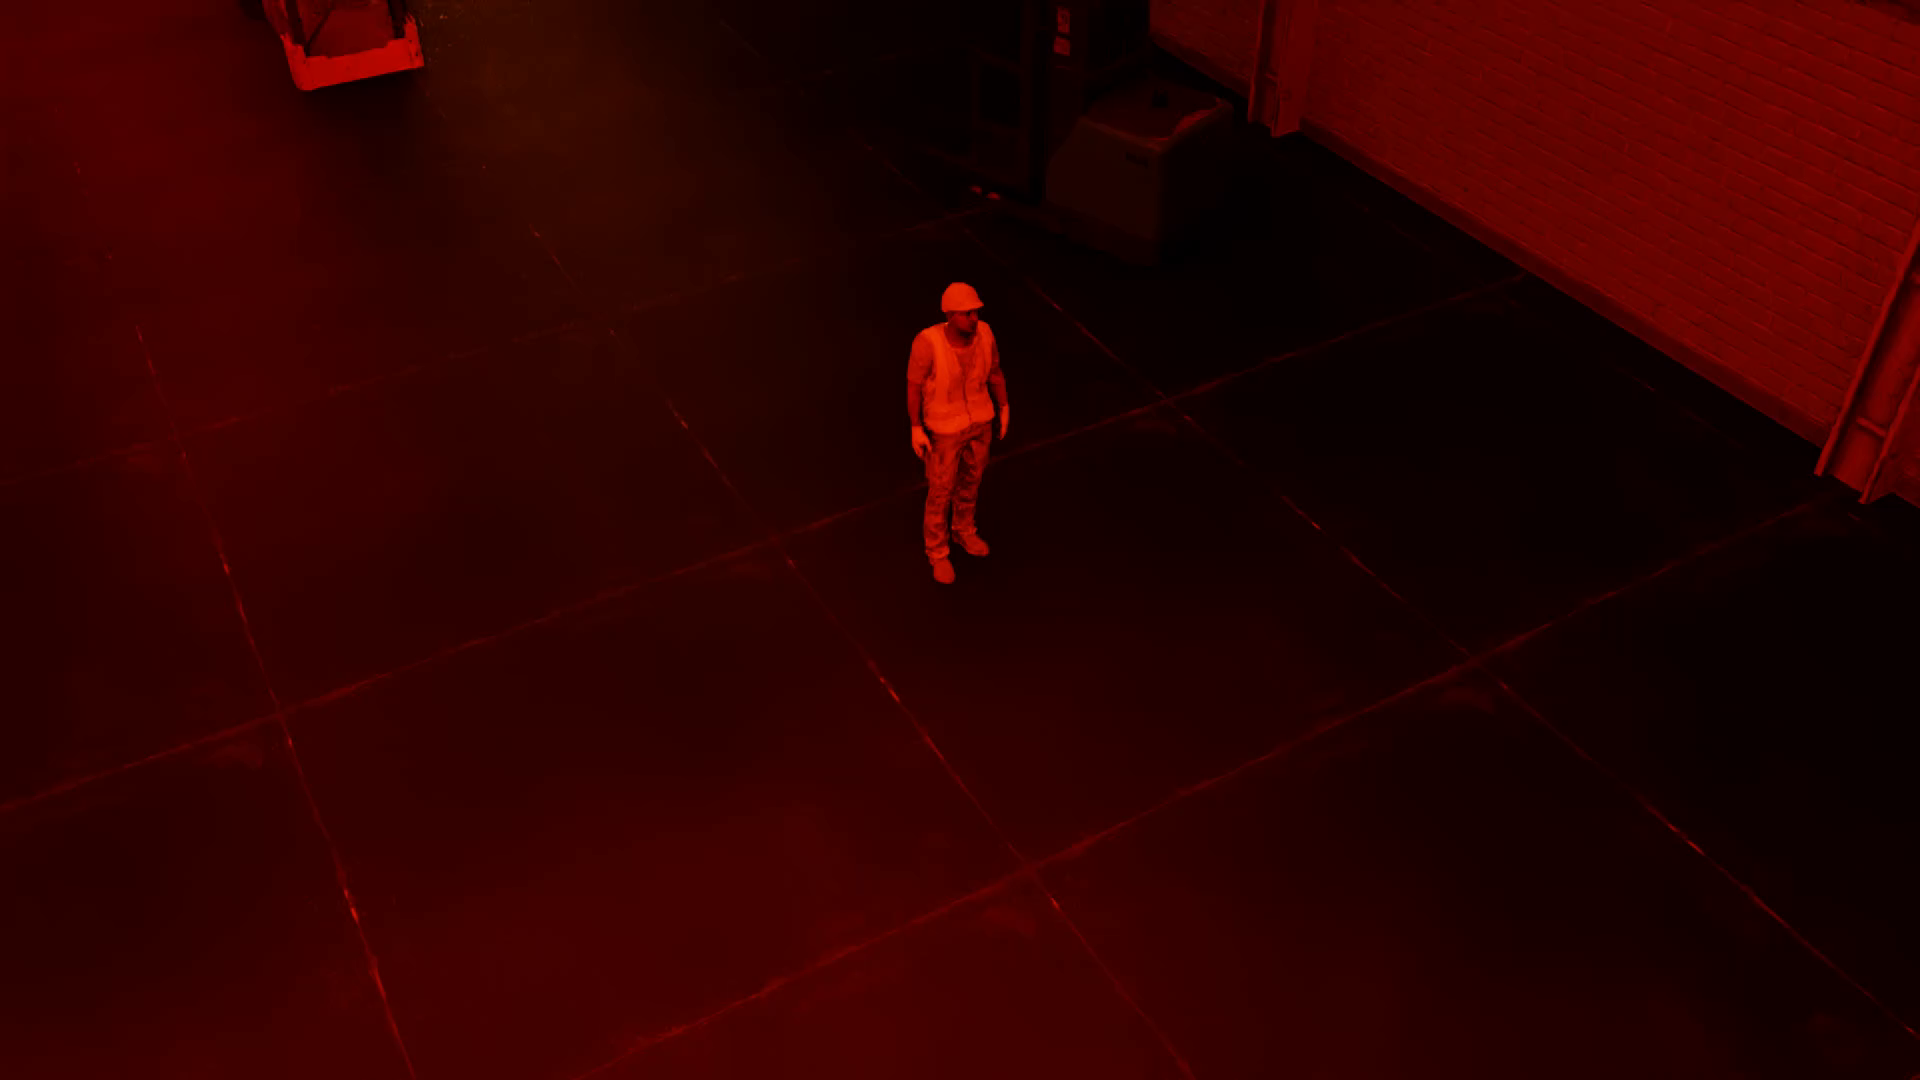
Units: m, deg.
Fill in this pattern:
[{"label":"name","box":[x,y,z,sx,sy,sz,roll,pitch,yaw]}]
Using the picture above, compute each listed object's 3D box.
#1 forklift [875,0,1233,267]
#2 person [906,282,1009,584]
[{"label":"forklift","box":[0.646,-4.013,12.874,3.031,2.935,1.130,28,47,30]},{"label":"person","box":[0.029,-0.647,9.709,0.655,1.777,0.576,-20,44,-23]}]
